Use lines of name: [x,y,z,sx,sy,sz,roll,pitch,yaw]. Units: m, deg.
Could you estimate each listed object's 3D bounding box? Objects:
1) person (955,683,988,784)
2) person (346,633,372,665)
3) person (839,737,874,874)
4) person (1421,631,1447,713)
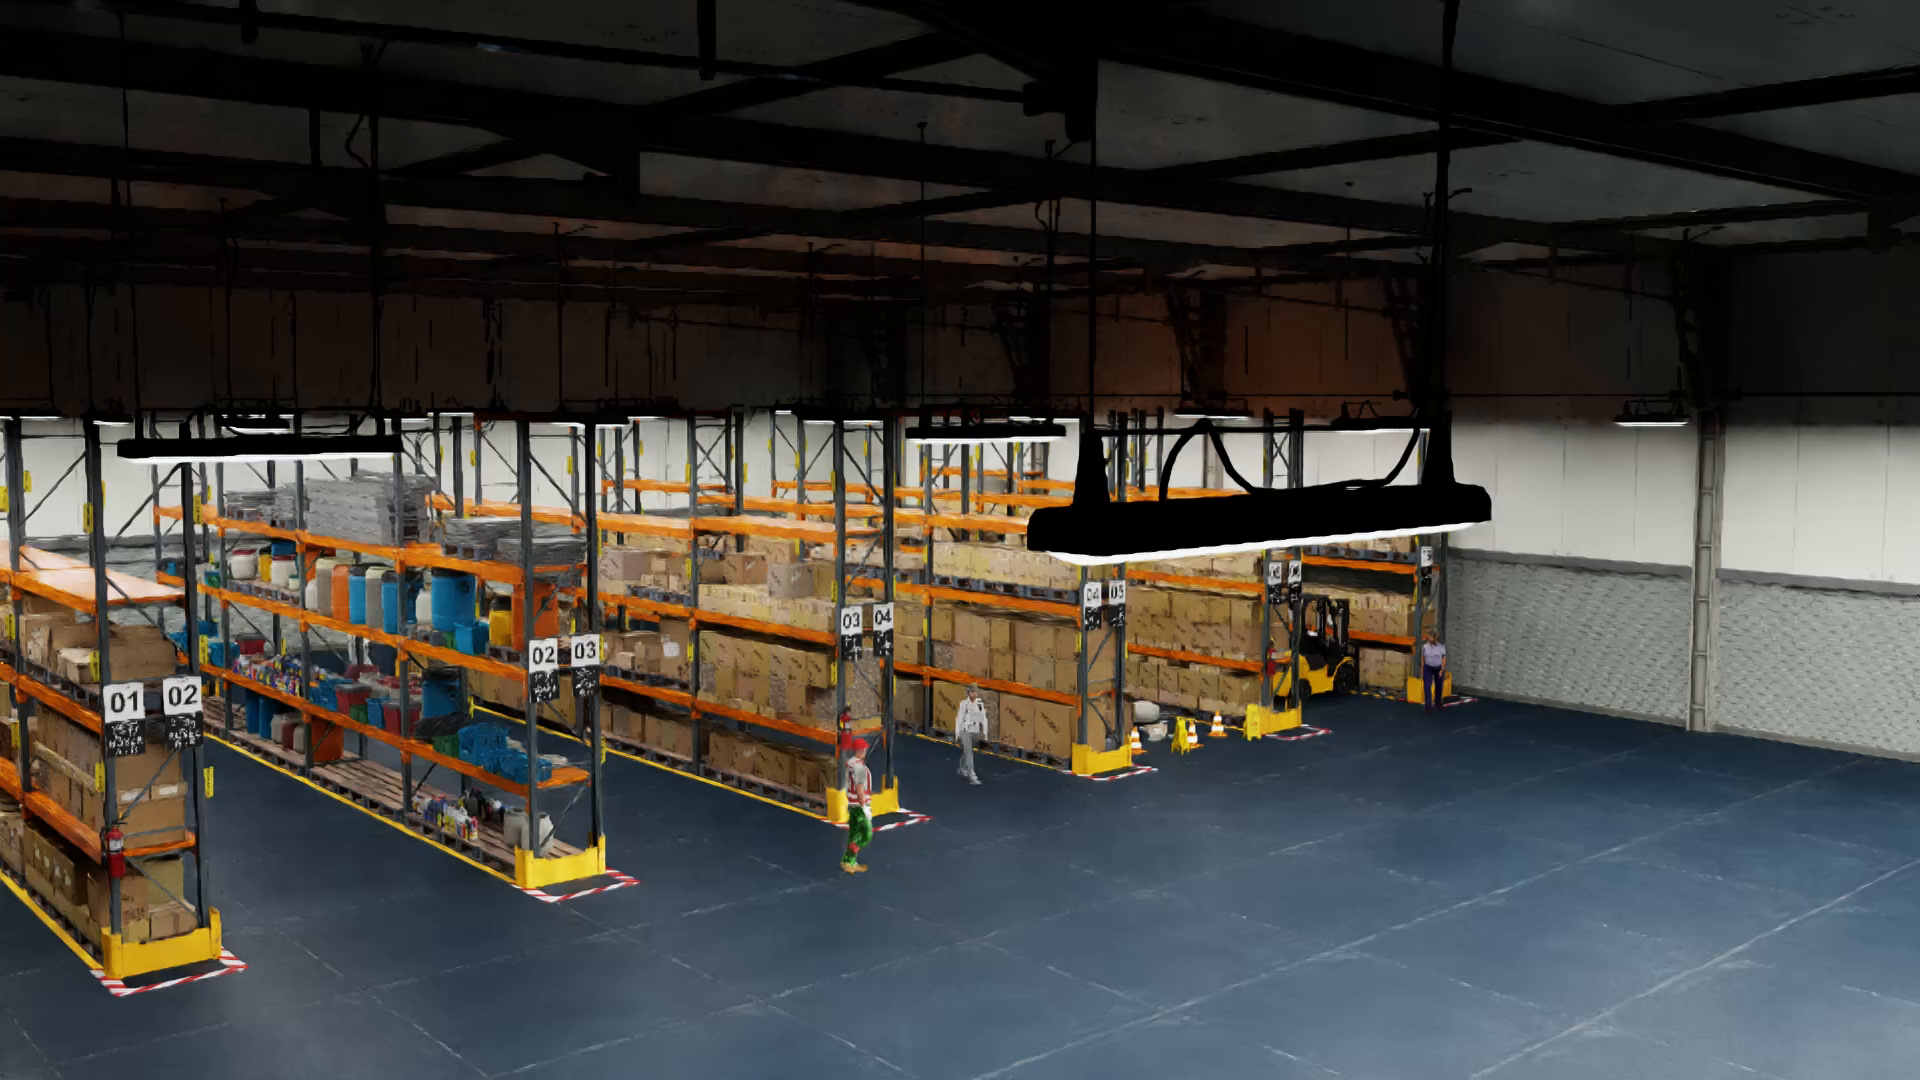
person: [0.198,3.120,27.158,0.482,1.621,0.989,-3,6,-32]
person: [-13.373,2.204,37.011,0.647,1.781,0.553,2,5,19]
person: [-1.390,3.505,21.931,0.460,1.780,0.697,-1,5,-11]
person: [9.461,2.608,33.160,0.516,1.634,0.690,2,5,20]
